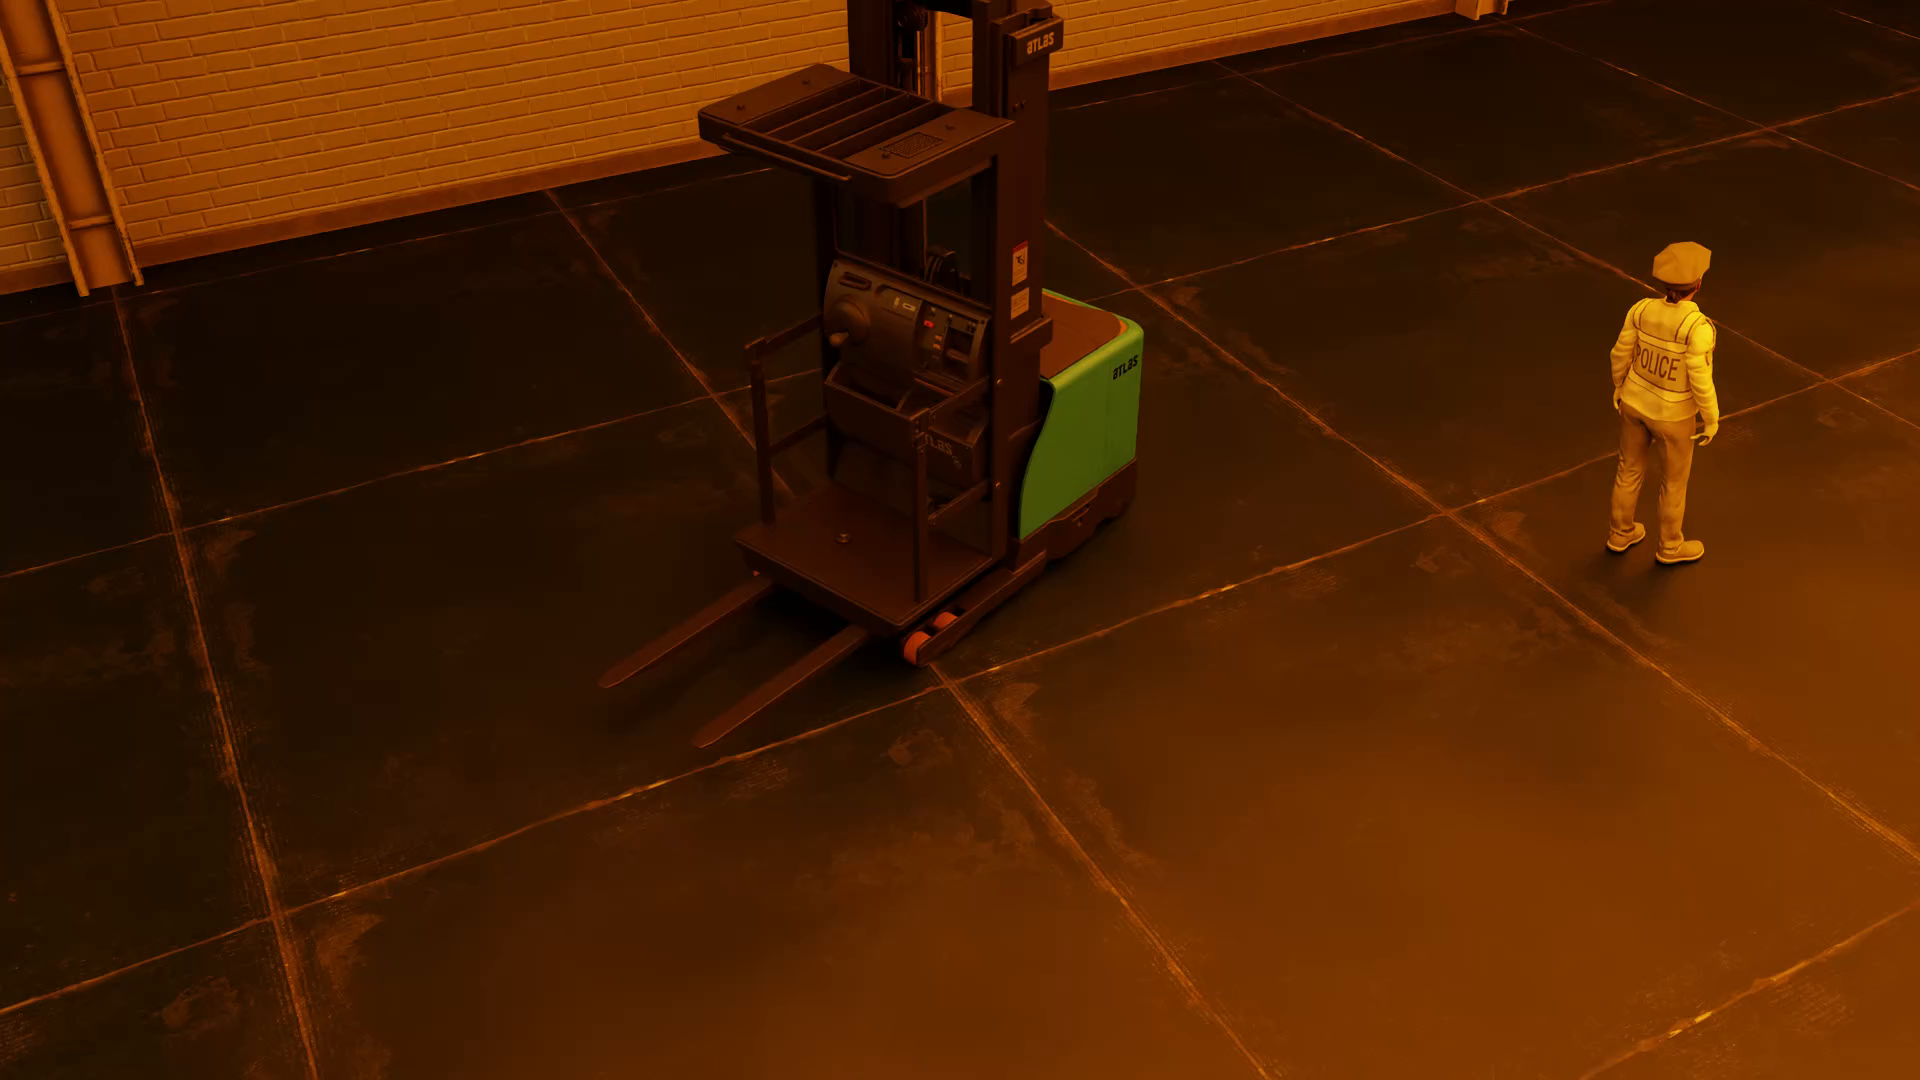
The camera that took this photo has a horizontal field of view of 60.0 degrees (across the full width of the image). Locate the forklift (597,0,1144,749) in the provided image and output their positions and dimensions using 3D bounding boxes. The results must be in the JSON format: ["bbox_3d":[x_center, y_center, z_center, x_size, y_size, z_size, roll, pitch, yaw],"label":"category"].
[{"bbox_3d":[-0.390,-0.927,7.434,1.130,2.935,3.031,26,43,31],"label":"forklift"}]

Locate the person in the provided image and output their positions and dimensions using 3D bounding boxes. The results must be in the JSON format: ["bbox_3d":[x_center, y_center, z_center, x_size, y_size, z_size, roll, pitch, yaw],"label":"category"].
[{"bbox_3d":[3.462,-0.670,8.129,0.530,1.694,0.588,-22,41,-28],"label":"person"}]
